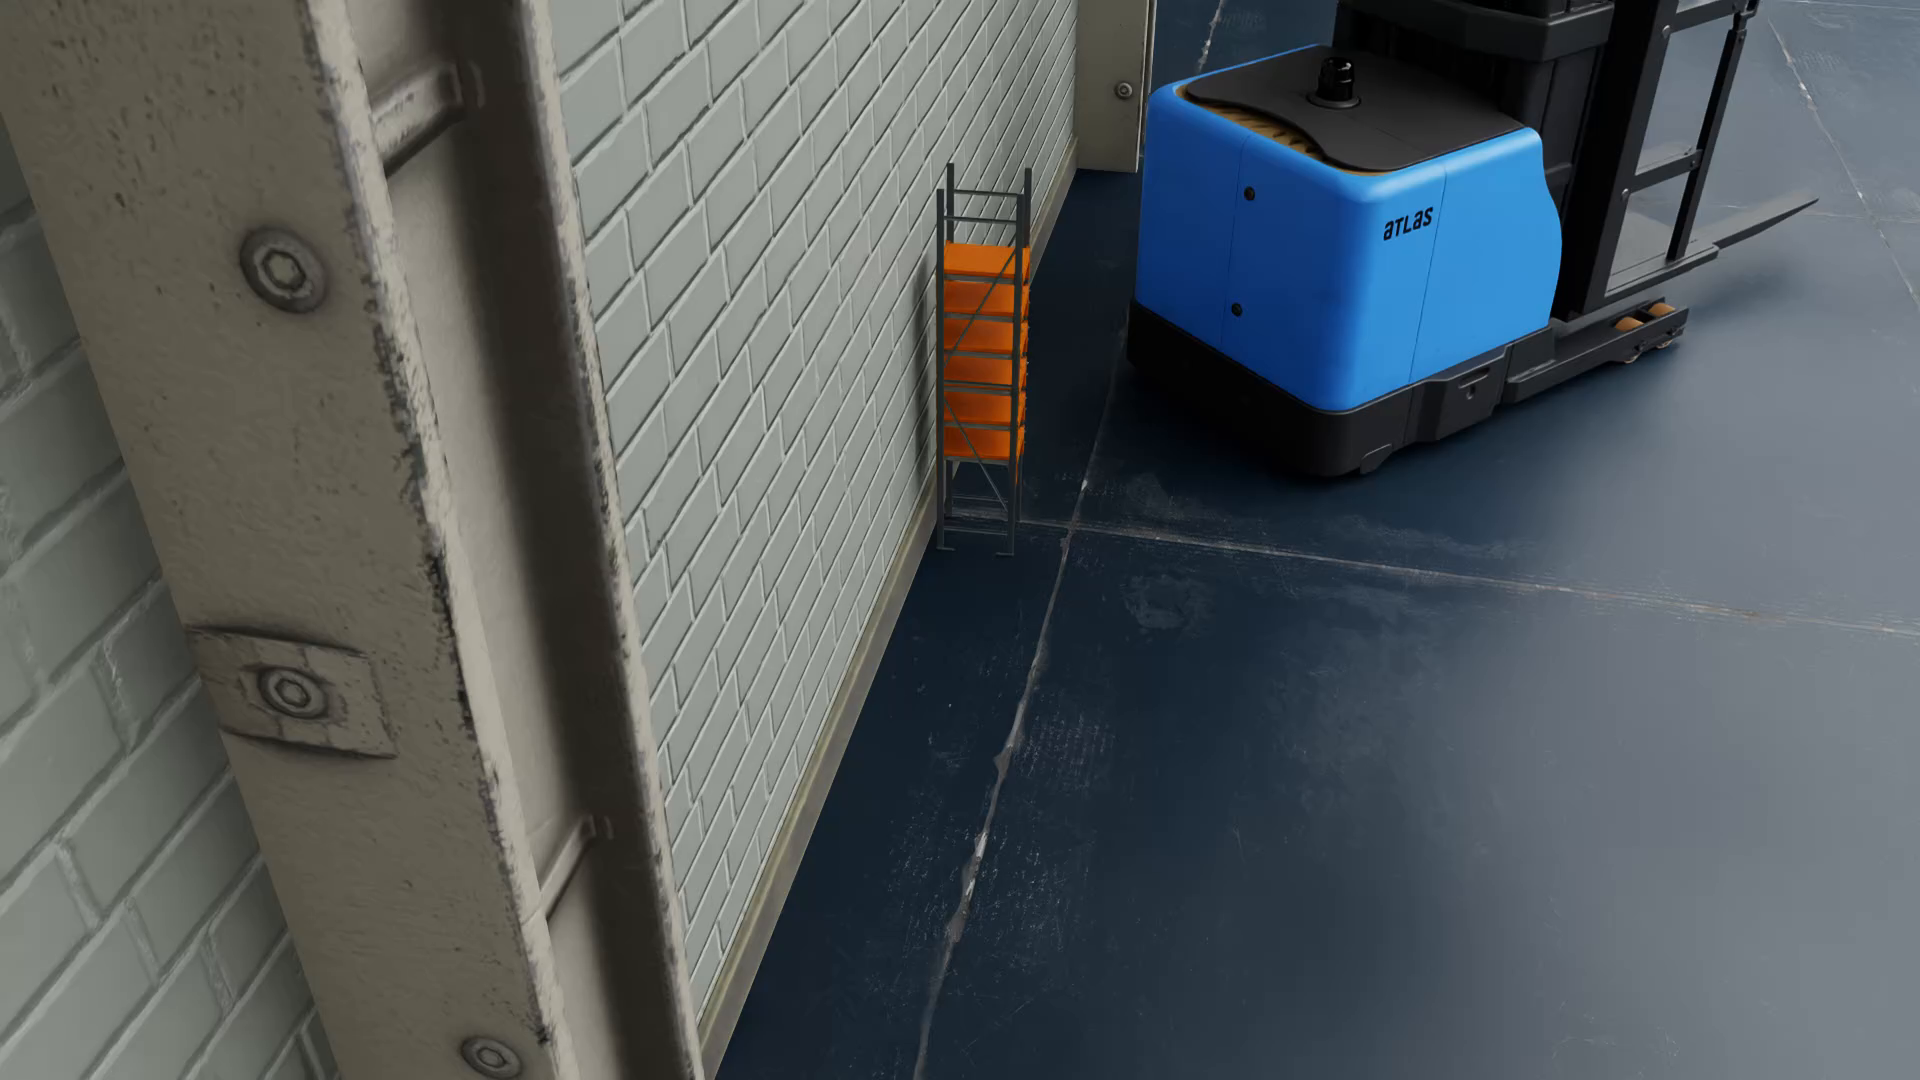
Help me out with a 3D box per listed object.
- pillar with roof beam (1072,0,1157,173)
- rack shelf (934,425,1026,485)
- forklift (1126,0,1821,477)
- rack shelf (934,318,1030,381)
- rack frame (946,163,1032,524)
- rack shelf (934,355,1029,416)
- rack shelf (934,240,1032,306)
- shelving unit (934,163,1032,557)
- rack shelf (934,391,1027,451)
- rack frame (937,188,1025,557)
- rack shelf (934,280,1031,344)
[{"bbox_3d":[4.897,-4.903,4.346,9.100,9.000,0.400,7,37,10],"label":"pillar with roof beam"},{"bbox_3d":[0.063,-0.271,5.082,0.258,0.103,0.180,5,35,7],"label":"rack shelf"},{"bbox_3d":[2.105,-2.072,5.611,3.031,2.935,1.130,-22,42,-28],"label":"forklift"},{"bbox_3d":[0.065,-0.565,4.875,0.258,0.103,0.180,5,35,7],"label":"rack shelf"},{"bbox_3d":[0.078,-0.556,4.993,0.240,1.200,0.006,5,35,7],"label":"rack frame"},{"bbox_3d":[0.064,-0.467,4.944,0.258,0.103,0.180,5,35,7],"label":"rack shelf"},{"bbox_3d":[0.067,-0.762,4.738,0.258,0.103,0.180,5,35,7],"label":"rack shelf"},{"bbox_3d":[0.065,-0.504,4.919,0.258,1.200,0.189,5,35,7],"label":"shelving unit"},{"bbox_3d":[0.064,-0.369,5.013,0.258,0.103,0.180,5,35,7],"label":"rack shelf"},{"bbox_3d":[0.051,-0.452,4.845,0.240,1.200,0.006,5,35,7],"label":"rack frame"},{"bbox_3d":[0.066,-0.664,4.806,0.258,0.103,0.180,5,35,7],"label":"rack shelf"}]
